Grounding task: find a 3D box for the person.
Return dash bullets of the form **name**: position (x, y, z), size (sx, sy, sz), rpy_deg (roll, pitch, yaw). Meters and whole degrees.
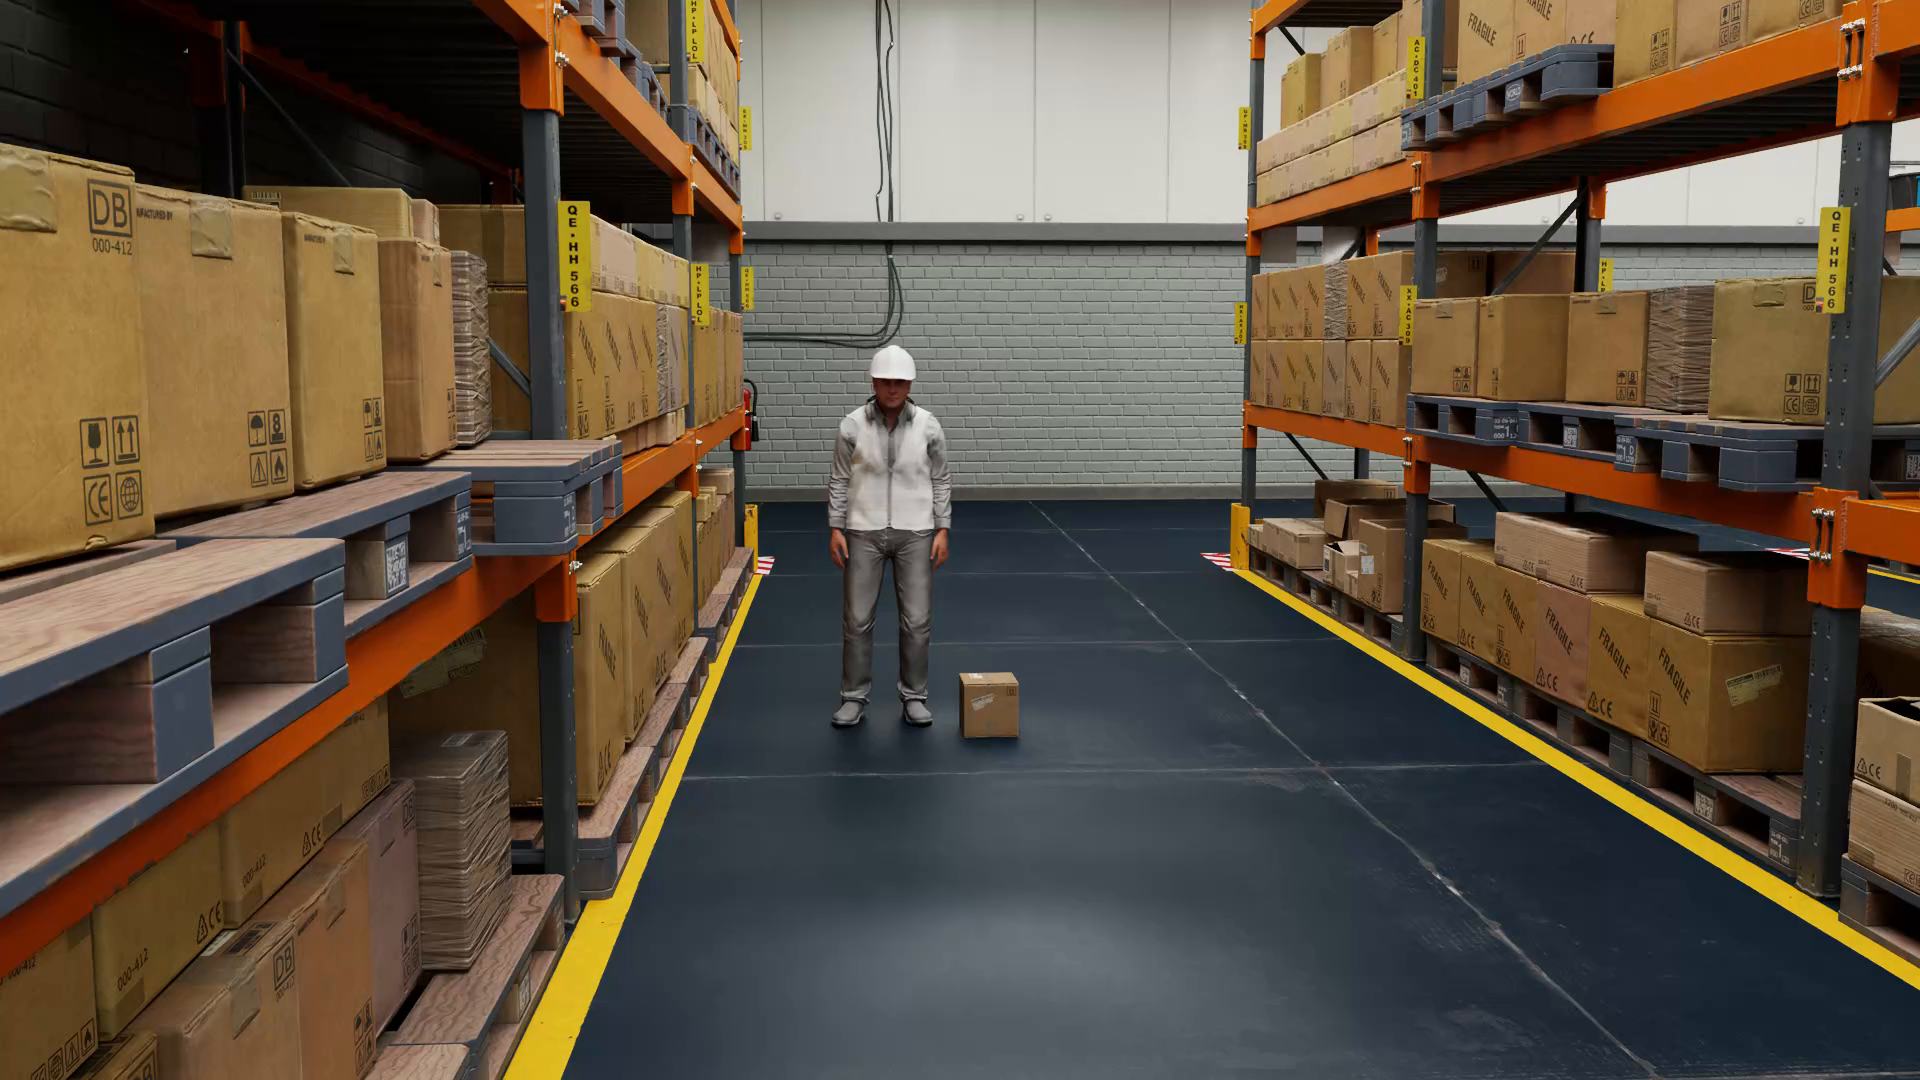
- **person**: position (-0.330, -0.022, 7.820), size (0.580, 1.769, 0.462), rpy_deg (0, 7, -2)
